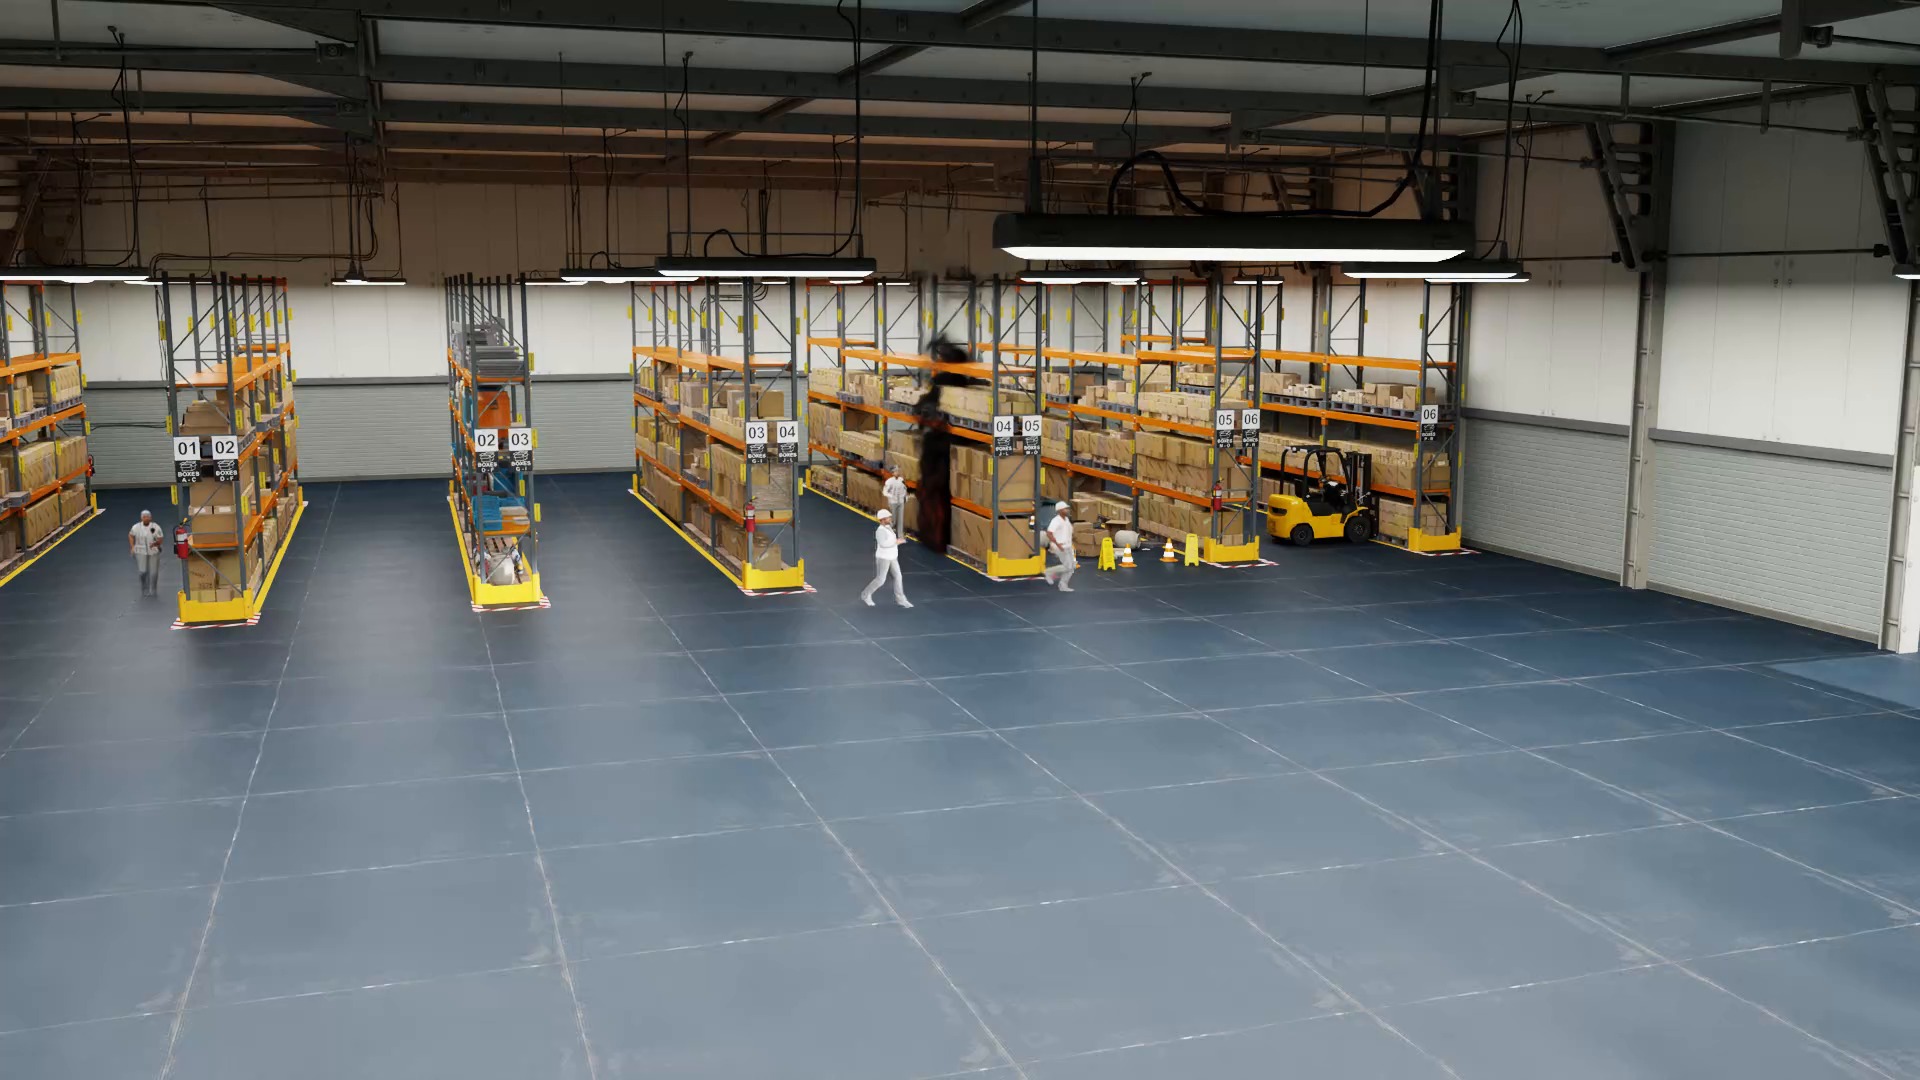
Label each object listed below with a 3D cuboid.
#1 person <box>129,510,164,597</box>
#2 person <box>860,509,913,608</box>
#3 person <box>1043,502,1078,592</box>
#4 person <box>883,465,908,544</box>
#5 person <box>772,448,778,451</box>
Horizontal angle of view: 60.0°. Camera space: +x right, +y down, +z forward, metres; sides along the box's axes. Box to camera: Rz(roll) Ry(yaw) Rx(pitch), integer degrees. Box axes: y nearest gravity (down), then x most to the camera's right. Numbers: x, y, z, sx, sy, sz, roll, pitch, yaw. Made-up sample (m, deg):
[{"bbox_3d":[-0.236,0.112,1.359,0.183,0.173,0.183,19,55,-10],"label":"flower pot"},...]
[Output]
[{"bbox_3d":[-15.107,0.257,30.915,0.576,1.631,0.712,-4,10,-27],"label":"person"},{"bbox_3d":[-1.320,0.331,29.840,0.944,1.774,0.659,3,9,18],"label":"person"},{"bbox_3d":[1.908,0.124,31.585,0.591,1.719,0.712,5,10,28],"label":"person"},{"bbox_3d":[-1.343,-0.779,35.615,0.618,1.675,0.803,-4,9,-24],"label":"person"},{"bbox_3d":[-5.285,-2.061,46.952,0.639,1.446,0.477,-1,9,-5],"label":"person"}]
